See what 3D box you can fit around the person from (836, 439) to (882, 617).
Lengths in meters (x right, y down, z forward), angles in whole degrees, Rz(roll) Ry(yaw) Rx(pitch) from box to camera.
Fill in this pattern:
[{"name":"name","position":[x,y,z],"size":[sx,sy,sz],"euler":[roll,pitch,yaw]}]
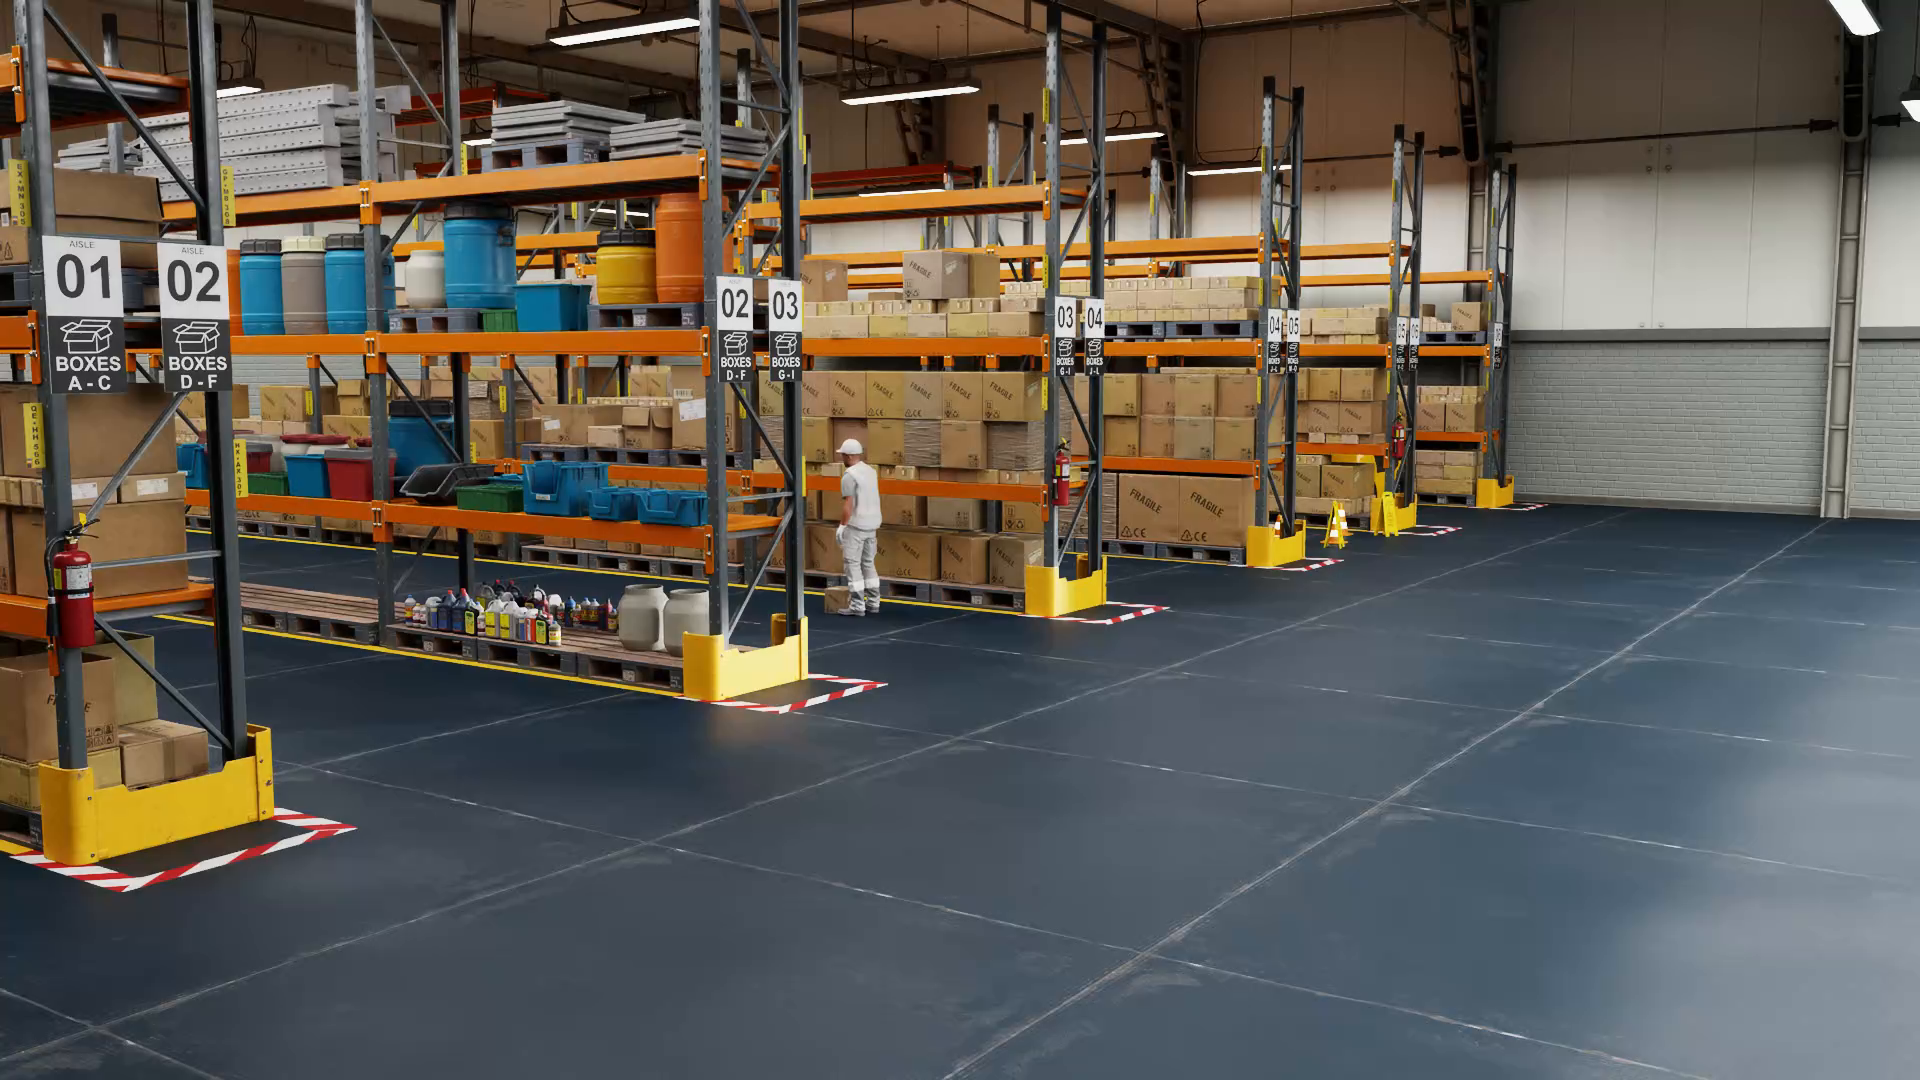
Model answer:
[{"name":"person","position":[-1.033,-0.128,16.820],"size":[0.446,1.780,0.618],"euler":[4,7,31]}]
